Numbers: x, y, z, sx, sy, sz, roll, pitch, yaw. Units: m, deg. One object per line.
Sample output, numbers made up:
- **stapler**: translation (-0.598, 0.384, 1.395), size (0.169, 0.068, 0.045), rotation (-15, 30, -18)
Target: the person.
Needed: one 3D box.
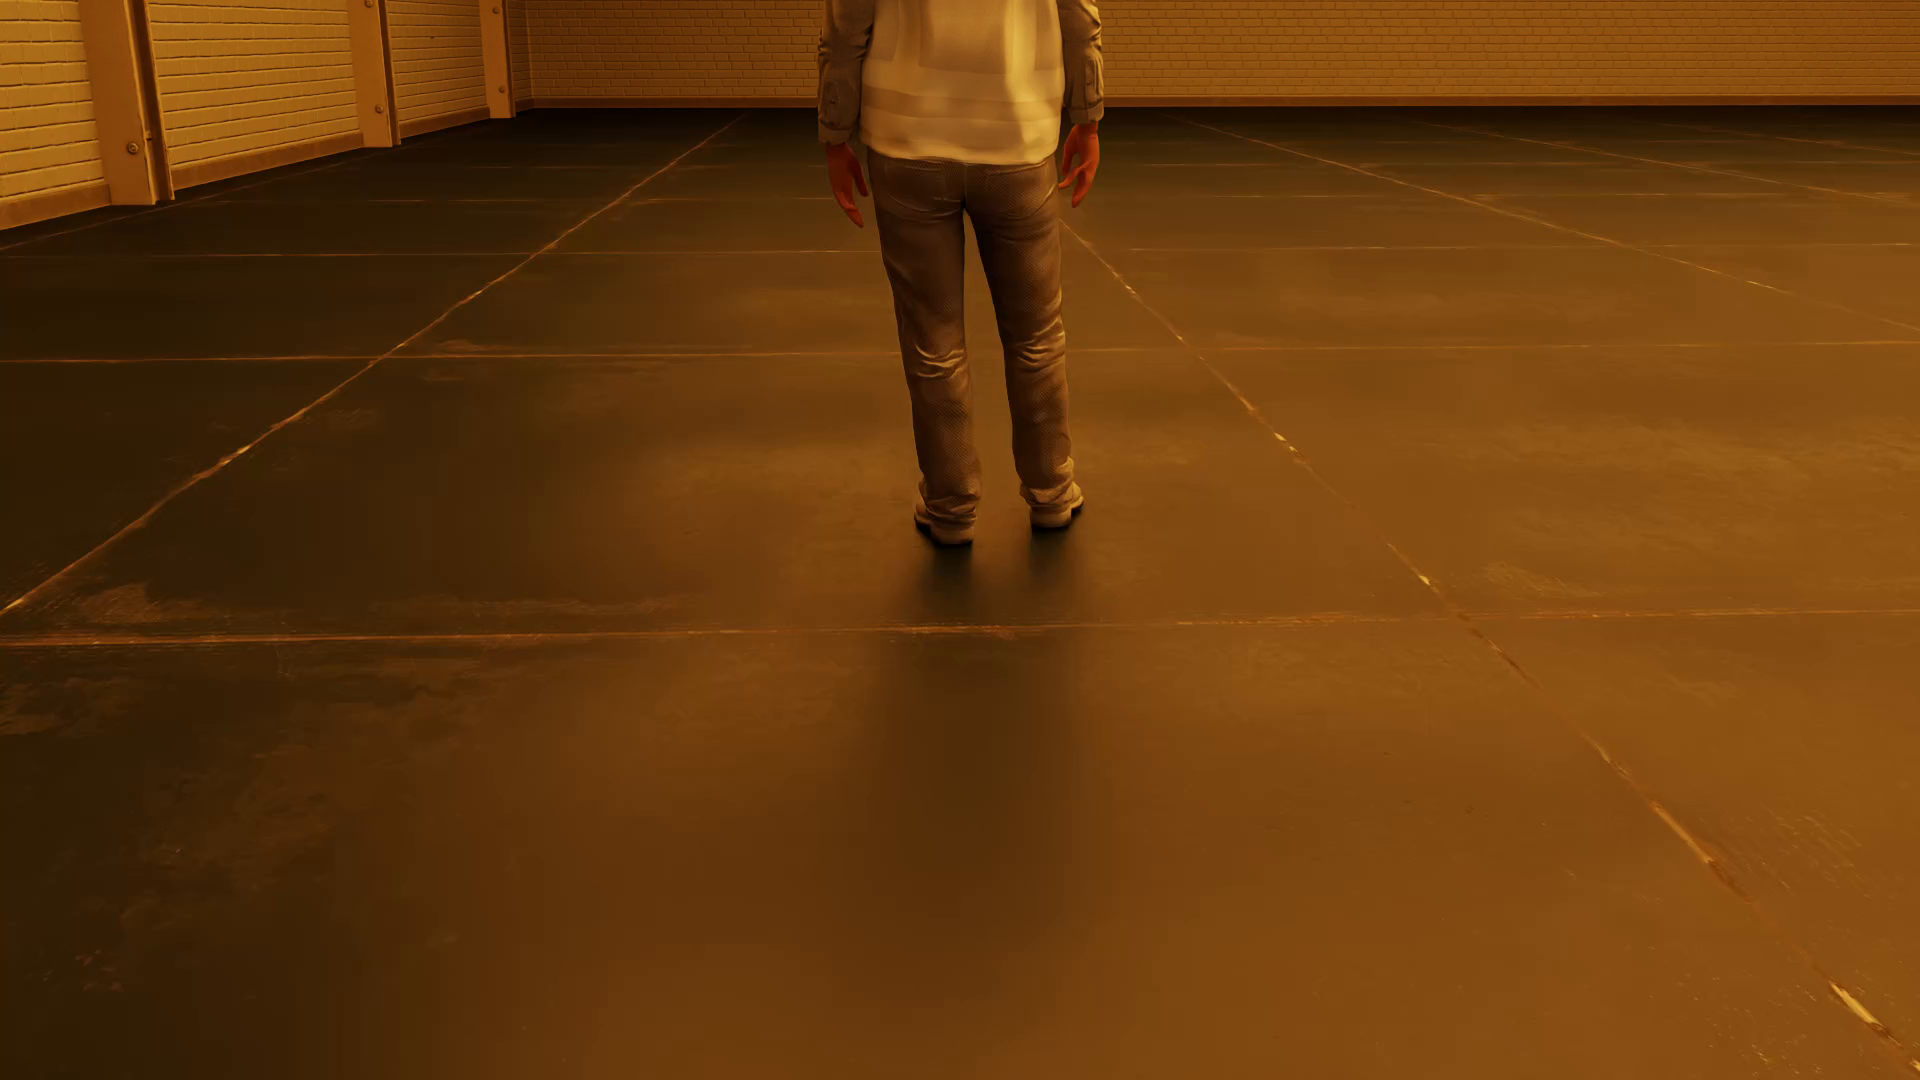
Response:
- **person**: translation (0.004, -0.874, 3.717), size (0.634, 1.775, 0.566), rotation (-1, 17, -3)
